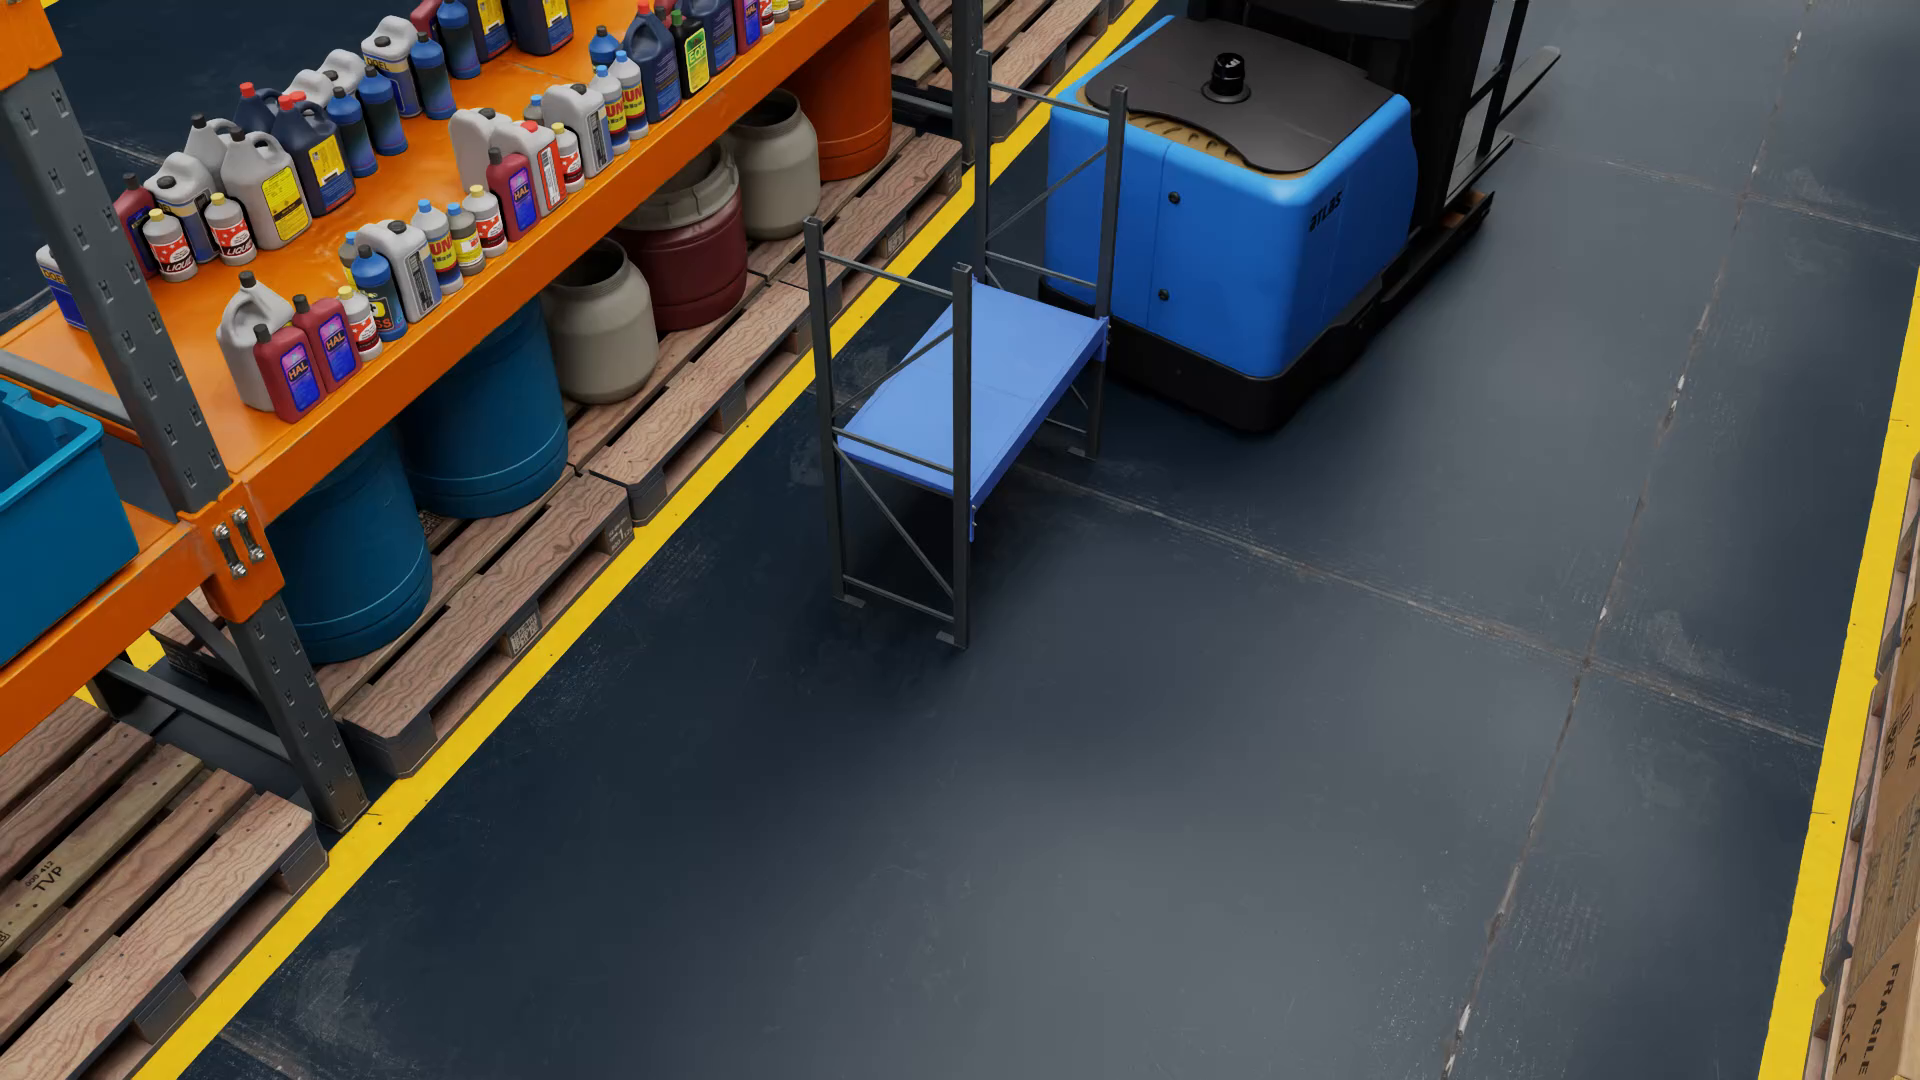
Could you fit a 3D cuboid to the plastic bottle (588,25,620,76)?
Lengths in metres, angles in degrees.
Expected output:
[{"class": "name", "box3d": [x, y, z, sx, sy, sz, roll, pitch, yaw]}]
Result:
[{"class": "plastic bottle", "box3d": [-1.099, -1.474, 5.188, 0.097, 0.271, 0.097, 0, 45, 0]}]

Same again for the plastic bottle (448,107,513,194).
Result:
[{"class": "plastic bottle", "box3d": [-1.382, -1.145, 4.860, 0.152, 0.276, 0.135, 20, 49, 19]}]

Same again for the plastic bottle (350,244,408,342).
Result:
[{"class": "plastic bottle", "box3d": [-1.537, -0.658, 4.382, 0.097, 0.271, 0.097, 0, 45, 0]}]

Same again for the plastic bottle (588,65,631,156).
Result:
[{"class": "plastic bottle", "box3d": [-1.061, -1.303, 5.020, 0.097, 0.271, 0.097, 0, 45, 0]}]

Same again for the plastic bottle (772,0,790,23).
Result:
[{"class": "plastic bottle", "box3d": [-0.630, -1.864, 5.623, 0.097, 0.201, 0.097, 0, 45, 0]}]

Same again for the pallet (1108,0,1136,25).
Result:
[{"class": "pallet", "box3d": [0.589, -3.170, 8.734, 1.003, 0.211, 1.213, 20, 49, 19]}]

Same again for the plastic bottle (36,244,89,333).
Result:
[{"class": "plastic bottle", "box3d": [-2.332, -0.701, 4.421, 0.152, 0.276, 0.135, 20, 49, 19]}]

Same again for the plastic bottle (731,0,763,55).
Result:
[{"class": "plastic bottle", "box3d": [-0.713, -1.752, 5.455, 0.061, 0.283, 0.133, 20, 49, 19]}]

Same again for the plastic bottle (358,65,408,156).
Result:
[{"class": "plastic bottle", "box3d": [-1.747, -1.302, 5.018, 0.097, 0.271, 0.097, 0, 45, 0]}]

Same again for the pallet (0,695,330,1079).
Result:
[{"class": "pallet", "box3d": [-2.536, 1.067, 4.547, 1.003, 0.211, 1.213, 20, 49, 19]}]

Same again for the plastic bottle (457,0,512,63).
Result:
[{"class": "plastic bottle", "box3d": [-1.581, -1.753, 5.408, 0.144, 0.351, 0.185, 20, 49, 19]}]

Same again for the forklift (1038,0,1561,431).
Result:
[{"class": "forklift", "box3d": [1.591, -2.427, 6.088, 1.130, 2.935, 3.031, 28, 52, 25]}]

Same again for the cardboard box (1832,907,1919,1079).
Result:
[{"class": "cardboard box", "box3d": [2.369, 1.258, 3.845, 0.500, 0.500, 0.500, 21, 49, 19]}]

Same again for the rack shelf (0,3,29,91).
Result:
[{"class": "rack shelf", "box3d": [-3.158, 0.069, 1.970, 1.077, 0.370, 4.000, 20, 49, 19]}]

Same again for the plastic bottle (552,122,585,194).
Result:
[{"class": "plastic bottle", "box3d": [-1.169, -1.133, 4.900, 0.097, 0.201, 0.097, 0, 45, 0]}]

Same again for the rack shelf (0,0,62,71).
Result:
[{"class": "rack shelf", "box3d": [-1.301, -2.451, 4.460, 1.077, 0.370, 4.000, 20, 49, 19]}]

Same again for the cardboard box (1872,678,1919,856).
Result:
[{"class": "cardboard box", "box3d": [2.836, 0.622, 4.475, 0.500, 0.500, 0.500, 19, 48, 18]}]

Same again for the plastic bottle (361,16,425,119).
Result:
[{"class": "plastic bottle", "box3d": [-1.759, -1.479, 5.190, 0.152, 0.276, 0.135, 20, 49, 19]}]

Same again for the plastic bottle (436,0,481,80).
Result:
[{"class": "plastic bottle", "box3d": [-1.613, -1.624, 5.336, 0.097, 0.271, 0.097, 0, 45, 0]}]

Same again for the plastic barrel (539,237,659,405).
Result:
[{"class": "plastic barrel", "box3d": [-1.291, -0.772, 5.858, 0.421, 0.512, 0.421, 0, 45, 0]}]

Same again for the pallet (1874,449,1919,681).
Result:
[{"class": "pallet", "box3d": [3.633, 0.167, 5.437, 1.003, 0.211, 1.213, 20, 49, 19]}]

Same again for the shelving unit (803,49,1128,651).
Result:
[{"class": "shelving unit", "box3d": [0.040, -0.581, 5.270, 0.538, 1.500, 1.048, 20, 49, 19]}]

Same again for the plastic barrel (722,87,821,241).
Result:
[{"class": "plastic barrel", "box3d": [-0.767, -1.483, 6.561, 0.421, 0.512, 0.421, 0, 45, 0]}]

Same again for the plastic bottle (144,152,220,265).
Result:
[{"class": "plastic bottle", "box3d": [-2.163, -0.931, 4.648, 0.152, 0.276, 0.135, 20, 49, 19]}]

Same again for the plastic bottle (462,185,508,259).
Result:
[{"class": "plastic bottle", "box3d": [-1.338, -0.902, 4.673, 0.097, 0.201, 0.097, 0, 45, 0]}]

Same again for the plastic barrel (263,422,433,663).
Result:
[{"class": "plastic barrel", "box3d": [-1.961, -0.136, 4.956, 0.600, 0.901, 0.708, 20, 49, 19]}]

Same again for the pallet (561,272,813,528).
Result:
[{"class": "pallet", "box3d": [-1.269, -0.653, 6.247, 1.003, 0.211, 1.213, 20, 49, 19]}]

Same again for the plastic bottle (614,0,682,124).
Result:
[{"class": "plastic bottle", "box3d": [-0.971, -1.489, 5.147, 0.144, 0.351, 0.185, 20, 49, 19]}]

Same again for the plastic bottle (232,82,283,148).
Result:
[{"class": "plastic bottle", "box3d": [-2.006, -1.175, 4.837, 0.144, 0.351, 0.185, 20, 49, 19]}]

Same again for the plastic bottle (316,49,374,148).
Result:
[{"class": "plastic bottle", "box3d": [-1.866, -1.333, 5.046, 0.152, 0.276, 0.135, 20, 49, 19]}]

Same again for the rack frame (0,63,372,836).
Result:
[{"class": "rack frame", "box3d": [-2.229, -0.389, 4.026, 1.000, 3.000, 0.127, 20, 49, 19]}]

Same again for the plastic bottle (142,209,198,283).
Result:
[{"class": "plastic bottle", "box3d": [-2.187, -0.820, 4.592, 0.097, 0.201, 0.097, 0, 45, 0]}]

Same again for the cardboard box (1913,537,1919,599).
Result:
[{"class": "cardboard box", "box3d": [3.311, -0.023, 5.112, 0.500, 0.500, 0.500, 19, 48, 18]}]

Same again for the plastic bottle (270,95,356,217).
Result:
[{"class": "plastic bottle", "box3d": [-1.879, -1.128, 4.790, 0.144, 0.351, 0.185, 20, 49, 19]}]

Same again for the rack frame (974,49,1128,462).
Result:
[{"class": "rack frame", "box3d": [0.276, -0.901, 5.586, 0.500, 1.500, 0.032, 20, 49, 19]}]

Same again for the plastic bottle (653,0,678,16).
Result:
[{"class": "plastic bottle", "box3d": [-0.926, -1.684, 5.387, 0.061, 0.283, 0.133, 20, 49, 19]}]

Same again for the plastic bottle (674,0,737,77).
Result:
[{"class": "plastic bottle", "box3d": [-0.824, -1.690, 5.346, 0.144, 0.351, 0.185, 20, 49, 19]}]

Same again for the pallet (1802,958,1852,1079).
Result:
[{"class": "pallet", "box3d": [2.501, 1.704, 3.918, 1.003, 0.211, 1.213, 20, 49, 19]}]

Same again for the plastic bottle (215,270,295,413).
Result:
[{"class": "plastic bottle", "box3d": [-1.760, -0.512, 4.182, 0.144, 0.351, 0.185, 20, 49, 19]}]

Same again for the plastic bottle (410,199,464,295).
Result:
[{"class": "plastic bottle", "box3d": [-1.429, -0.804, 4.526, 0.097, 0.271, 0.097, 0, 45, 0]}]

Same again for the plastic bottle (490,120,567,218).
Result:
[{"class": "plastic bottle", "box3d": [-1.247, -1.095, 4.810, 0.152, 0.276, 0.135, 20, 49, 19]}]

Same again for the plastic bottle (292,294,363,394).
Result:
[{"class": "plastic bottle", "box3d": [-1.619, -0.522, 4.239, 0.061, 0.283, 0.133, 20, 49, 19]}]
